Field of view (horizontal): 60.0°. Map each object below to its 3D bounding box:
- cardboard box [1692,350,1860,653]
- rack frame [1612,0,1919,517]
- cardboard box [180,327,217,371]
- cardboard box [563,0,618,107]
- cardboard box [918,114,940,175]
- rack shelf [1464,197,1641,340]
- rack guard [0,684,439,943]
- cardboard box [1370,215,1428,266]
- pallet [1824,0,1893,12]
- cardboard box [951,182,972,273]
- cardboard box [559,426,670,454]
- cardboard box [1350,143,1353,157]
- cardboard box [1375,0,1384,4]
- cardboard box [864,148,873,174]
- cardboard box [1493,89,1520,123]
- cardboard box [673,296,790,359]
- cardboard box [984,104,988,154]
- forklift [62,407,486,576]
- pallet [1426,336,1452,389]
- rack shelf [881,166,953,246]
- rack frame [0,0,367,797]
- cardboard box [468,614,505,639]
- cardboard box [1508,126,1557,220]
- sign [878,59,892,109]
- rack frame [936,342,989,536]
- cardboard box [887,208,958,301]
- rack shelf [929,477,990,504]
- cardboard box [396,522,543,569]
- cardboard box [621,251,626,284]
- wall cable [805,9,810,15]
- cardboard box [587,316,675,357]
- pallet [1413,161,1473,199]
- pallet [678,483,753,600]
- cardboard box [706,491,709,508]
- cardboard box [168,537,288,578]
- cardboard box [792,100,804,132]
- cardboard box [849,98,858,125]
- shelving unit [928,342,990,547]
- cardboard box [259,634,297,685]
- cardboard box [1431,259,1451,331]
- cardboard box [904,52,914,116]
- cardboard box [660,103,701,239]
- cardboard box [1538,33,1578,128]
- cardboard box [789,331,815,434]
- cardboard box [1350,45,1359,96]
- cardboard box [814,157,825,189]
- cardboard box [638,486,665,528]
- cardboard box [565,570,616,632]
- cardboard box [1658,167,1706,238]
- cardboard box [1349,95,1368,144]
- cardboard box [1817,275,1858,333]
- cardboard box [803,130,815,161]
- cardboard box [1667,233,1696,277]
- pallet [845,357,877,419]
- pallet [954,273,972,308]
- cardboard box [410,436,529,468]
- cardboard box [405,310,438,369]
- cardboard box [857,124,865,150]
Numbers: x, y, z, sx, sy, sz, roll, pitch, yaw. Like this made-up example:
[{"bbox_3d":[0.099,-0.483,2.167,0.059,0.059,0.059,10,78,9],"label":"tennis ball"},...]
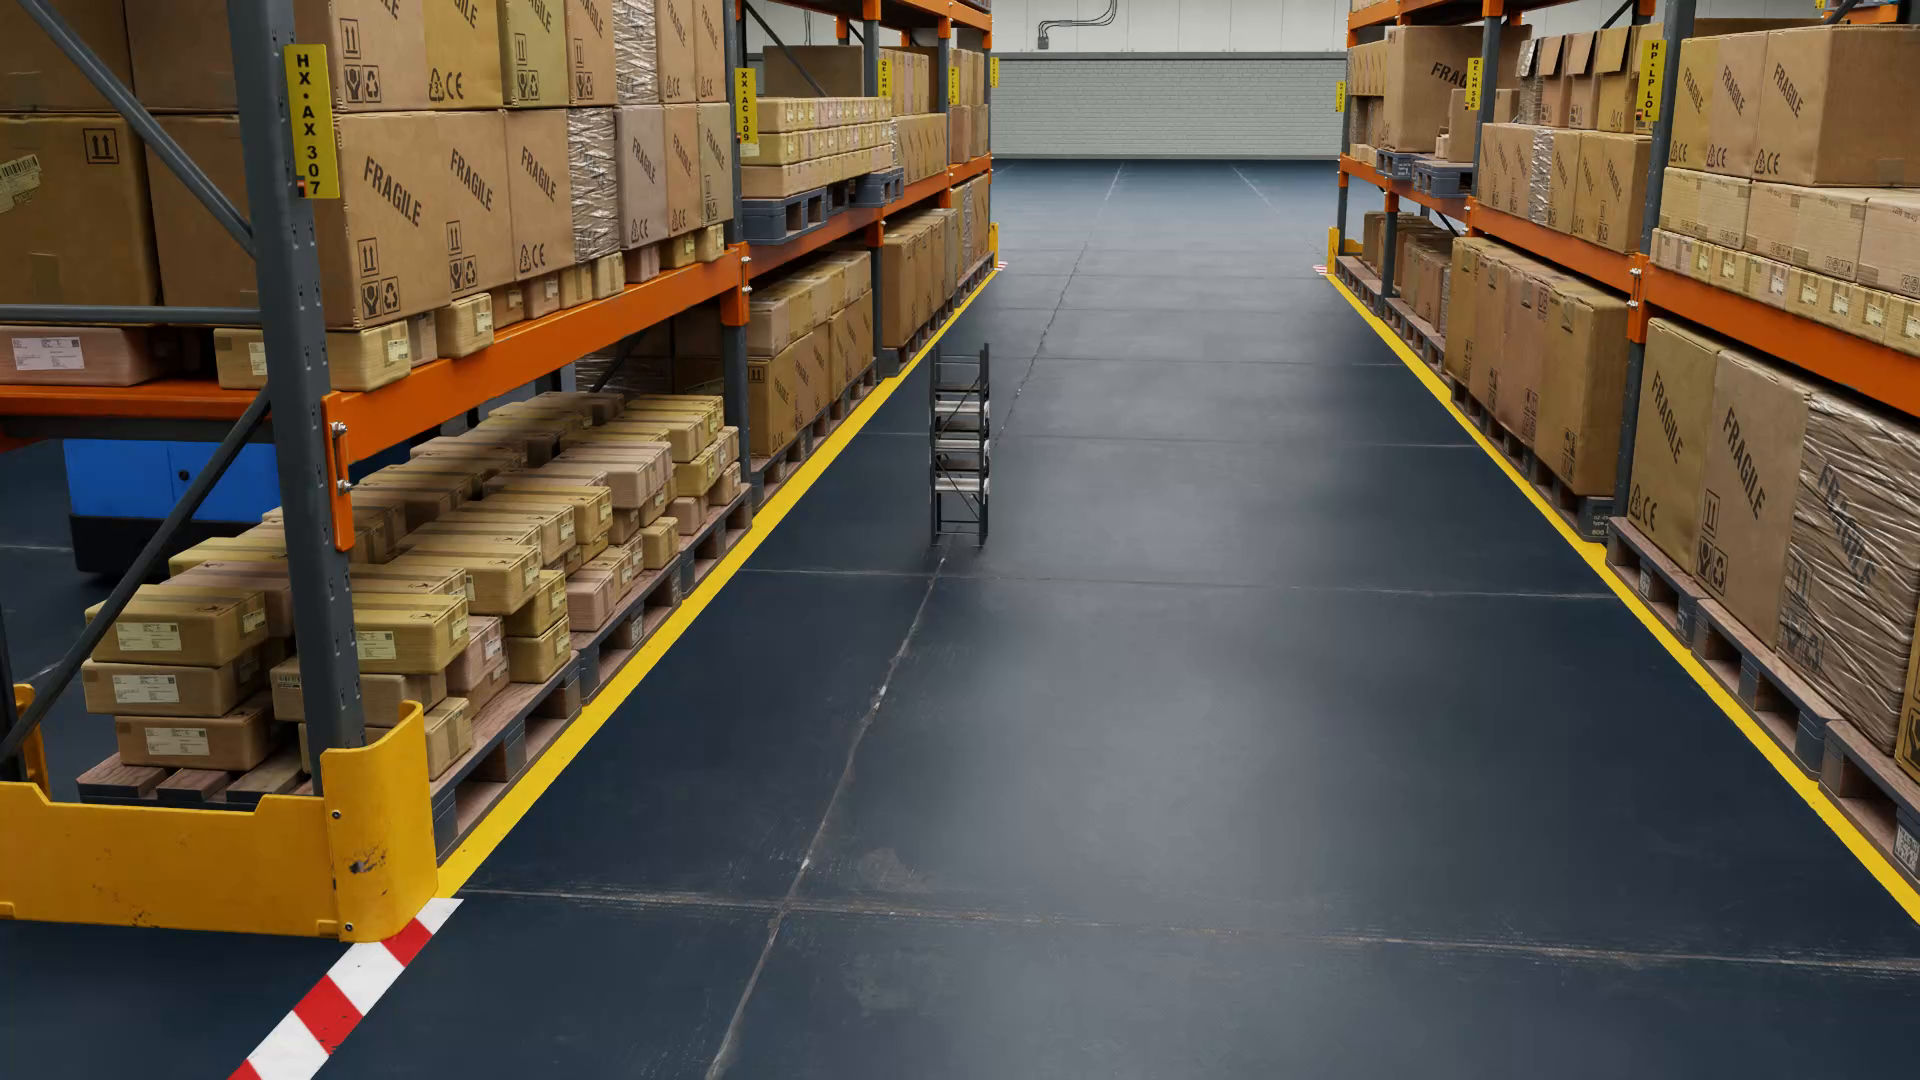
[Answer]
[{"bbox_3d":[3.157,-0.149,5.731,0.875,0.875,0.875,2,15,6],"label":"cardboard box"},{"bbox_3d":[3.413,-1.374,6.996,1.000,3.000,0.127,2,15,6],"label":"rack frame"},{"bbox_3d":[-2.134,-0.544,4.408,0.380,0.149,0.250,2,15,6],"label":"cardboard box"},{"bbox_3d":[-1.455,-1.689,5.487,0.500,0.500,0.500,1,15,4],"label":"cardboard box"},{"bbox_3d":[-0.452,-3.395,14.280,0.500,0.500,0.500,2,15,6],"label":"cardboard box"},{"bbox_3d":[3.639,-1.545,9.009,1.077,0.370,4.000,2,15,6],"label":"rack shelf"},{"bbox_3d":[-1.947,0.678,4.196,1.175,0.500,0.348,2,15,6],"label":"rack guard"},{"bbox_3d":[4.646,-3.165,17.604,0.500,0.500,0.500,6,16,21],"label":"cardboard box"},{"bbox_3d":[9.498,-5.485,16.817,1.003,0.211,1.213,2,15,6],"label":"pallet"},{"bbox_3d":[-0.363,-3.193,16.990,0.875,0.875,0.875,2,15,7],"label":"cardboard box"},{"bbox_3d":[-1.403,-0.363,6.774,0.380,0.149,0.250,2,15,8],"label":"cardboard box"},{"bbox_3d":[4.451,-4.234,18.054,0.380,0.149,0.250,2,15,6],"label":"cardboard box"},{"bbox_3d":[4.229,-5.218,15.753,0.500,0.250,0.500,2,15,6],"label":"cardboard box"},{"bbox_3d":[-0.742,-2.328,10.202,0.380,0.149,0.250,1,15,6],"label":"cardboard box"},{"bbox_3d":[3.885,-2.804,11.288,0.500,0.500,0.500,0,15,-1],"label":"cardboard box"},{"bbox_3d":[-1.158,-1.088,8.487,0.500,0.250,0.500,1,15,4],"label":"cardboard box"},{"bbox_3d":[-0.147,-4.633,18.763,0.875,0.550,0.550,2,15,6],"label":"cardboard box"},{"bbox_3d":[-2.979,-1.586,7.913,1.130,2.935,3.031,2,15,8],"label":"forklift"},{"bbox_3d":[3.954,-1.268,11.946,1.003,0.211,1.213,2,15,6],"label":"pallet"},{"bbox_3d":[-0.827,-2.755,13.483,1.077,0.370,4.000,2,15,6],"label":"rack shelf"},{"bbox_3d":[-1.955,-0.509,3.797,1.000,3.000,0.127,2,15,6],"label":"rack frame"},{"bbox_3d":[-1.614,0.257,5.051,0.380,0.149,0.250,2,15,7],"label":"cardboard box"},{"bbox_3d":[3.429,-2.075,9.397,0.500,0.500,0.500,1,15,5],"label":"cardboard box"},{"bbox_3d":[-0.512,-3.091,11.279,0.100,0.325,0.005,2,15,6],"label":"sign"},{"bbox_3d":[0.011,-0.459,7.634,0.240,0.900,0.006,2,15,6],"label":"rack frame"},{"bbox_3d":[-0.582,-2.574,14.941,1.050,0.750,0.750,2,15,6],"label":"cardboard box"},{"bbox_3d":[-0.001,-0.226,7.592,0.258,0.077,0.200,2,15,6],"label":"rack shelf"},{"bbox_3d":[-1.546,0.048,5.254,0.380,0.149,0.250,1,15,4],"label":"cardboard box"},{"bbox_3d":[-1.450,-1.004,6.111,0.380,0.149,0.250,1,15,5],"label":"cardboard box"},{"bbox_3d":[-3.267,-17.031,49.678,3.097,2.526,0.112,2,15,6],"label":"wall cable"},{"bbox_3d":[-1.671,-1.105,8.549,0.500,0.250,0.500,1,15,5],"label":"cardboard box"},{"bbox_3d":[3.839,-2.507,11.553,1.213,0.211,1.003,2,15,6],"label":"pallet"},{"bbox_3d":[-1.545,-0.025,7.350,1.003,0.211,1.213,2,15,6],"label":"pallet"},{"bbox_3d":[-1.322,-0.196,7.298,0.380,0.149,0.250,2,15,8],"label":"cardboard box"},{"bbox_3d":[-2.159,0.098,5.069,0.380,0.149,0.250,1,15,5],"label":"cardboard box"},{"bbox_3d":[-0.977,-2.076,8.130,0.380,0.149,0.250,2,15,8],"label":"cardboard box"},{"bbox_3d":[-0.801,-2.476,9.611,0.380,0.149,0.250,2,15,9],"label":"cardboard box"},{"bbox_3d":[-0.001,-0.432,7.537,0.258,0.900,0.210,2,15,6],"label":"shelving unit"},{"bbox_3d":[-2.096,0.310,4.858,0.380,0.149,0.250,1,15,5],"label":"cardboard box"},{"bbox_3d":[4.027,-1.883,12.825,0.700,0.500,0.500,3,15,11],"label":"cardboard box"},{"bbox_3d":[-0.765,-3.759,13.708,0.700,0.500,0.500,2,15,7],"label":"cardboard box"},{"bbox_3d":[-1.338,-1.470,6.589,0.500,0.500,0.500,1,15,5],"label":"cardboard box"},{"bbox_3d":[3.689,-2.586,9.365,0.797,0.503,0.637,2,15,8],"label":"cardboard box"},{"bbox_3d":[-1.099,-0.863,9.093,0.500,0.500,0.500,2,15,9],"label":"cardboard box"},{"bbox_3d":[4.371,-4.897,17.347,0.500,0.500,0.500,2,15,6],"label":"cardboard box"},{"bbox_3d":[-0.916,-1.918,8.686,0.380,0.149,0.250,2,15,7],"label":"cardboard box"},{"bbox_3d":[-1.390,-0.156,6.579,0.380,0.149,0.250,2,15,8],"label":"cardboard box"},{"bbox_3d":[-1.422,0.209,5.799,0.380,0.149,0.250,1,15,4],"label":"cardboard box"},{"bbox_3d":[3.100,-1.331,6.555,0.500,0.250,0.500,1,15,5],"label":"cardboard box"},{"bbox_3d":[4.678,-4.536,17.930,0.875,0.500,0.500,2,15,6],"label":"cardboard box"},{"bbox_3d":[2.847,-0.714,5.036,0.380,0.149,0.250,2,15,7],"label":"cardboard box"},{"bbox_3d":[-0.947,-1.994,8.397,0.380,0.149,0.250,2,15,8],"label":"cardboard box"},{"bbox_3d":[3.019,-1.118,6.530,0.380,0.149,0.250,1,15,4],"label":"cardboard box"},{"bbox_3d":[-1.142,-1.035,11.085,1.003,0.211,1.213,2,15,6],"label":"pallet"},{"bbox_3d":[-0.438,-2.470,16.392,1.003,0.211,1.213,2,15,6],"label":"pallet"},{"bbox_3d":[-1.935,-0.308,6.572,0.380,0.149,0.250,2,15,7],"label":"cardboard box"},{"bbox_3d":[-1.605,-0.529,4.353,0.380,0.149,0.250,2,15,8],"label":"cardboard box"},{"bbox_3d":[-0.771,-2.400,9.899,0.380,0.149,0.250,2,15,6],"label":"cardboard box"}]
